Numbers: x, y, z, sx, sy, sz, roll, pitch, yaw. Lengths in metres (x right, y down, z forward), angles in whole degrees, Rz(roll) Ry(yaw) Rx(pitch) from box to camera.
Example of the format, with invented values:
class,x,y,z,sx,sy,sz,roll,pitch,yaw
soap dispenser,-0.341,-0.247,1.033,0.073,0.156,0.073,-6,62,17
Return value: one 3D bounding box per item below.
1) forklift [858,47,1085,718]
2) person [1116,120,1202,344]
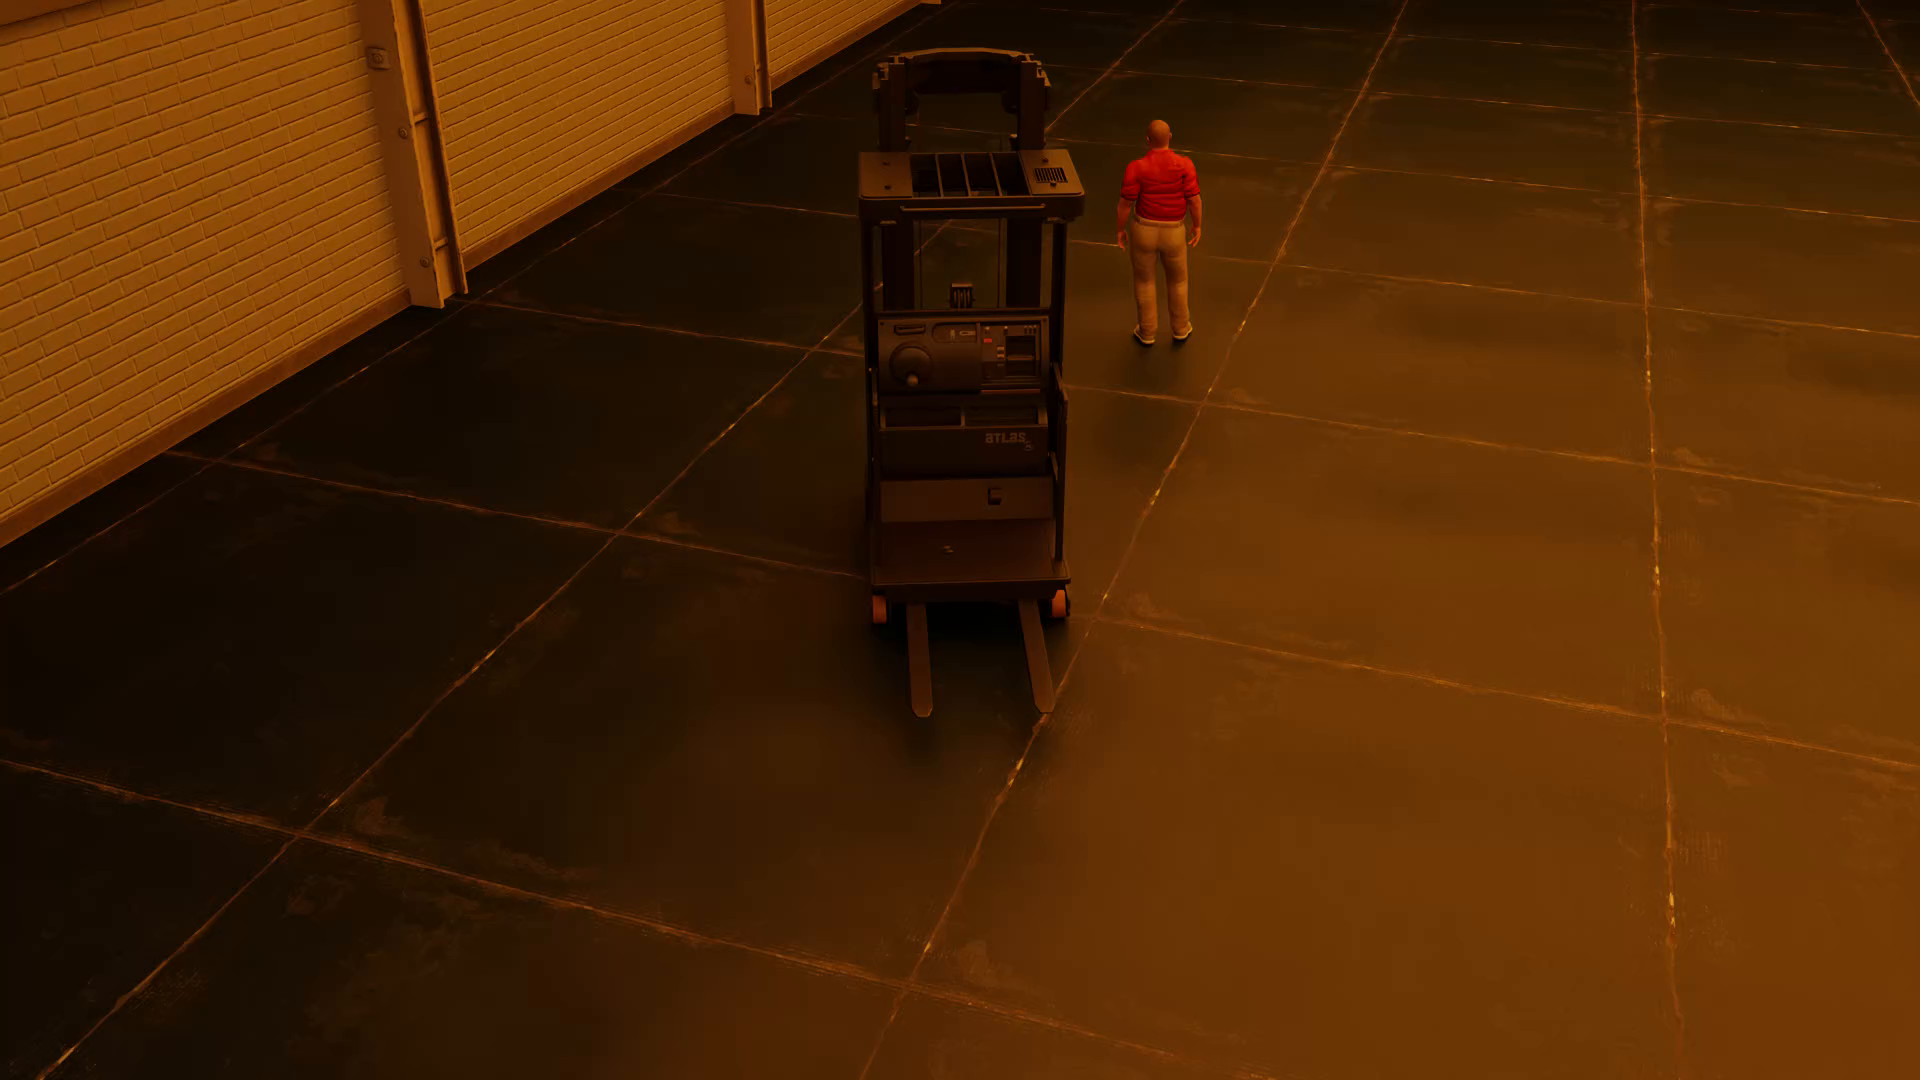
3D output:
class,x,y,z,sx,sy,sz,roll,pitch,yaw
forklift,0.035,-0.972,8.842,1.130,2.935,3.031,-2,30,-3
person,1.478,-2.305,12.379,0.640,1.727,0.551,2,30,3
